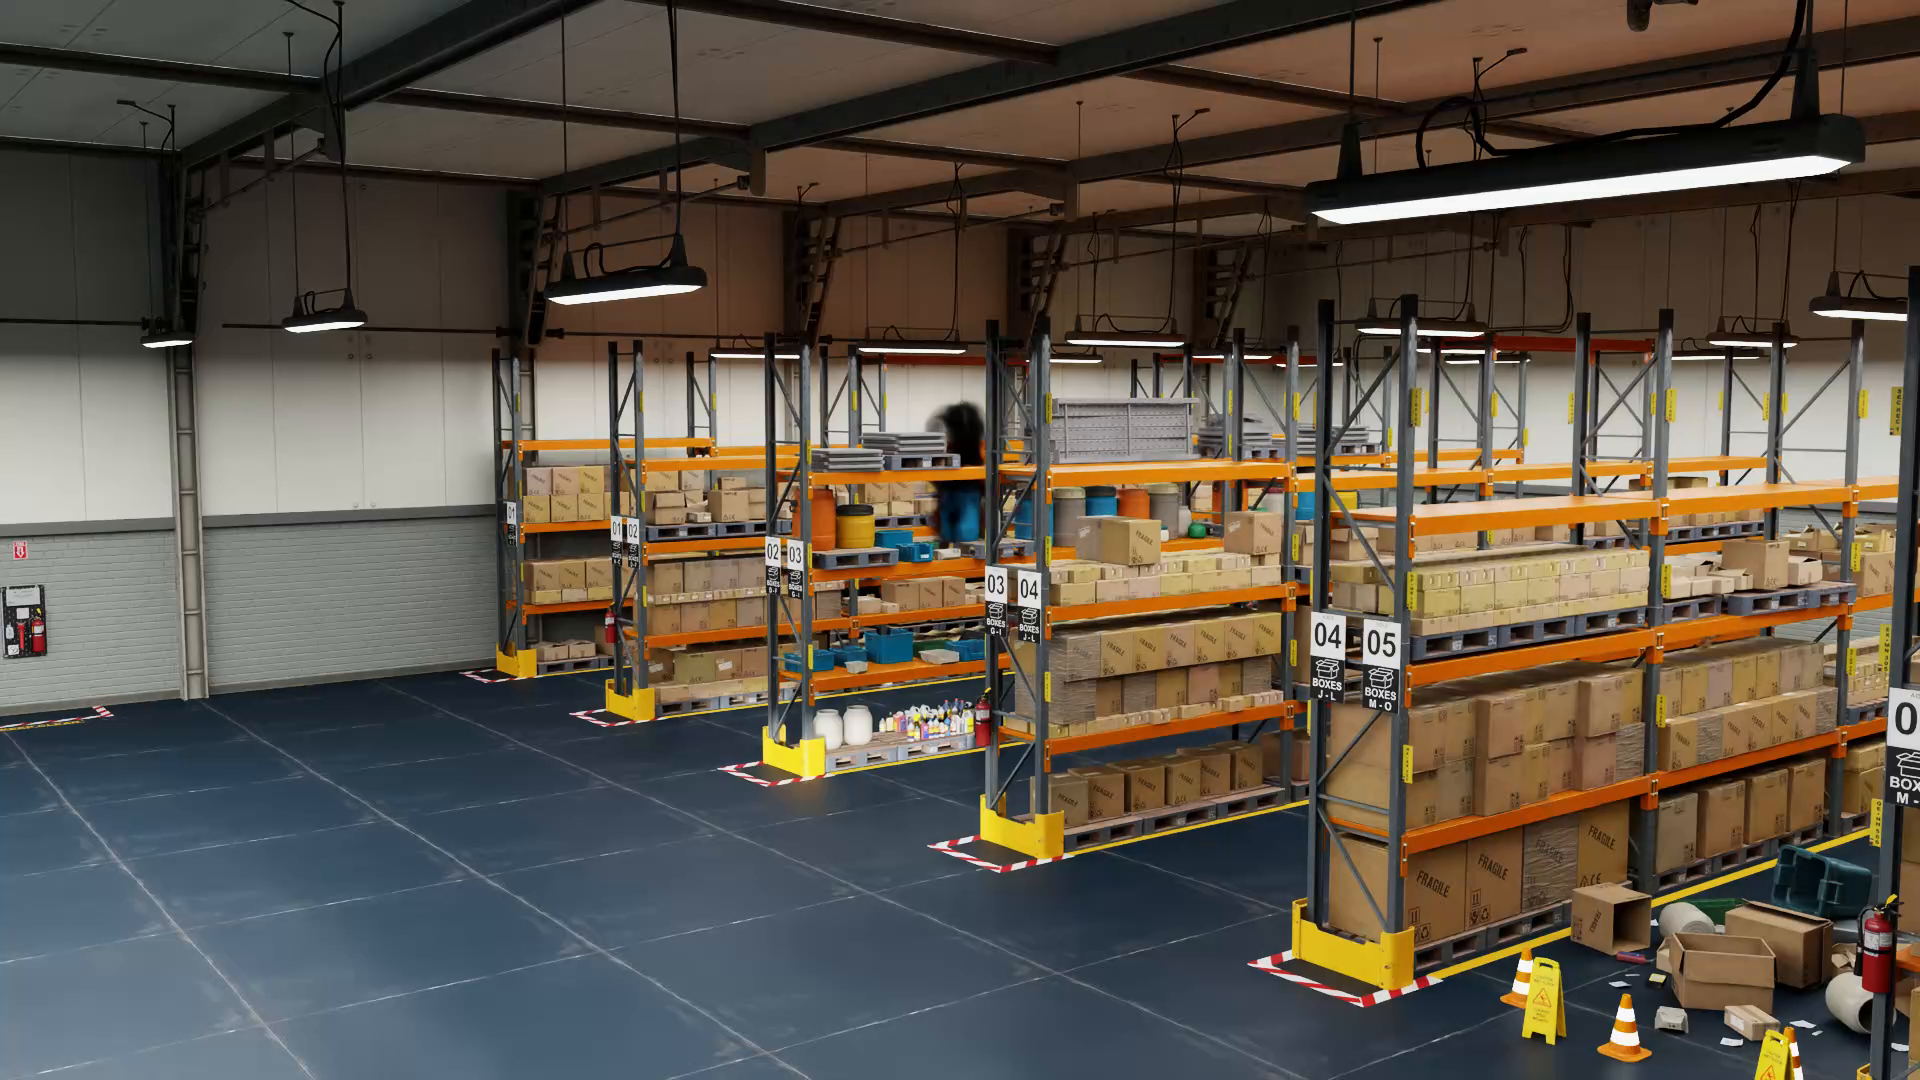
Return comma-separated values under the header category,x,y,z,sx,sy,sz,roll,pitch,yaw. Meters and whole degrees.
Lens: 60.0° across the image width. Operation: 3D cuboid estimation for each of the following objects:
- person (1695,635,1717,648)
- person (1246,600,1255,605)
category,x,y,z,sx,sy,sz,roll,pitch,yaw
person,11.022,2.159,24.686,0.694,1.712,0.568,-5,7,-44
person,5.809,1.422,32.621,0.635,1.800,0.725,5,7,43
